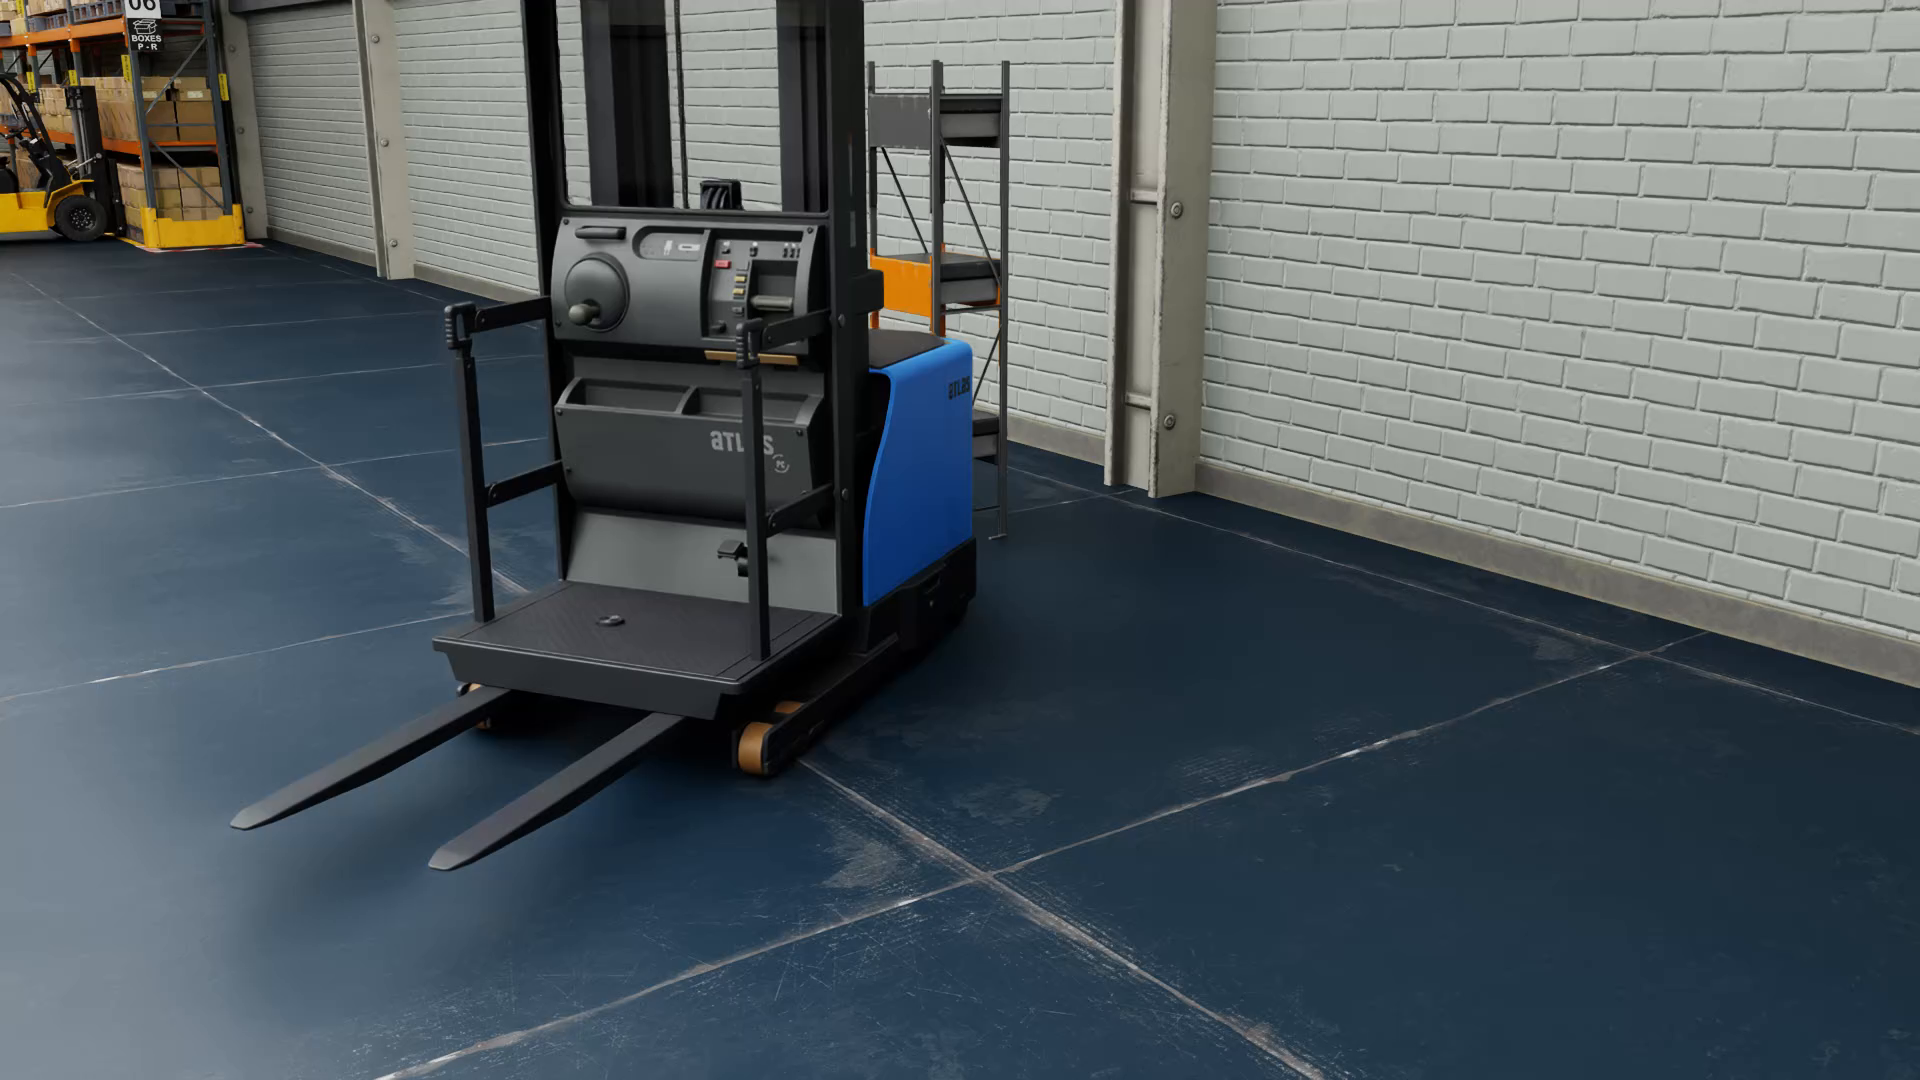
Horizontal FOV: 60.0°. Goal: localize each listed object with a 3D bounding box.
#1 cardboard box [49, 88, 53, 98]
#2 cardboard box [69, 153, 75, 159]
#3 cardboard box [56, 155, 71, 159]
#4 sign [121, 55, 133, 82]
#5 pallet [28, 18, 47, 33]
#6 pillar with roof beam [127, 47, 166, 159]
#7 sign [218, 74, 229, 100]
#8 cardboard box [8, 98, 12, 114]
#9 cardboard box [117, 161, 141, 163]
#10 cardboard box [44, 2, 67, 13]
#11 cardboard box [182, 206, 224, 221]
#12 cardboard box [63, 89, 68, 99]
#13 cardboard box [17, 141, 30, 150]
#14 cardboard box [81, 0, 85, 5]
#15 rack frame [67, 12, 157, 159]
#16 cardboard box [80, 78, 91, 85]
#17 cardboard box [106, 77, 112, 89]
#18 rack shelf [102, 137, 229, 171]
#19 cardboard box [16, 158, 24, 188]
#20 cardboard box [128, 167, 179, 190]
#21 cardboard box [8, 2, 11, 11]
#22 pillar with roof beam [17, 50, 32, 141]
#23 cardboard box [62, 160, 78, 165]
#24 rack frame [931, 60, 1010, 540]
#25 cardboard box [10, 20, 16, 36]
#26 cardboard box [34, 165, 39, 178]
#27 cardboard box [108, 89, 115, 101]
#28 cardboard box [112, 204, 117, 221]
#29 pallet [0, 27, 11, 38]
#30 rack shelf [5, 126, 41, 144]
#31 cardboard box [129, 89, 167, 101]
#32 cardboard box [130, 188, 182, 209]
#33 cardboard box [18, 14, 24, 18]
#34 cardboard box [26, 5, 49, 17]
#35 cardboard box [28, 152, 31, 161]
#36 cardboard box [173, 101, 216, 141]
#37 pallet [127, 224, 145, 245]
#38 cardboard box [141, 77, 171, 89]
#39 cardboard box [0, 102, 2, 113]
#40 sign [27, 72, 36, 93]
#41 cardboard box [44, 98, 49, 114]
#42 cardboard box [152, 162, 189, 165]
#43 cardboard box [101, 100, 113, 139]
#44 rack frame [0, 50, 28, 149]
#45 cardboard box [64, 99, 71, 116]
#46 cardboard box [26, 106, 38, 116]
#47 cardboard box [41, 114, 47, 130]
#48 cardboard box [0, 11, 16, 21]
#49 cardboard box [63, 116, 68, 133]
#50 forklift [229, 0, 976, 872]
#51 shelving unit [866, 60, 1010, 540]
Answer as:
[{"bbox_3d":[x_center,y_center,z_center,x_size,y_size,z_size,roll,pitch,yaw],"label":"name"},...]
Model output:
[{"bbox_3d":[-14.178,-7.071,26.311,0.380,0.149,0.250,-11,19,-34],"label":"cardboard box"},{"bbox_3d":[-15.299,-6.677,29.001,0.380,0.149,0.250,-11,19,-36],"label":"cardboard box"},{"bbox_3d":[-15.117,-6.361,27.847,0.380,0.149,0.250,-12,19,-37],"label":"cardboard box"},{"bbox_3d":[-10.365,-5.869,20.694,0.100,0.325,0.005,-11,19,-35],"label":"sign"},{"bbox_3d":[-14.150,-8.210,26.566,1.213,0.211,1.003,-10,18,-32],"label":"pallet"},{"bbox_3d":[-16.608,-9.072,23.677,9.100,9.000,0.400,-11,19,-35],"label":"pillar with roof beam"},{"bbox_3d":[-9.465,-5.818,21.360,0.100,0.325,0.005,-11,19,-35],"label":"sign"},{"bbox_3d":[-16.467,-7.621,29.198,0.396,0.266,0.258,-10,18,-32],"label":"cardboard box"},{"bbox_3d":[-11.645,-5.123,23.129,0.500,0.250,0.500,-10,18,-33],"label":"cardboard box"},{"bbox_3d":[-13.615,-8.060,25.151,0.380,0.149,0.250,-11,19,-35],"label":"cardboard box"},{"bbox_3d":[-10.048,-4.289,21.976,0.500,0.250,0.500,-11,19,-34],"label":"cardboard box"},{"bbox_3d":[-13.180,-6.679,24.879,0.380,0.149,0.250,-12,19,-36],"label":"cardboard box"},{"bbox_3d":[-16.929,-7.184,30.290,0.380,0.149,0.250,-11,19,-35],"label":"cardboard box"},{"bbox_3d":[-11.799,-7.401,22.742,0.380,0.149,0.250,-10,18,-33],"label":"cardboard box"},{"bbox_3d":[-12.269,-6.131,24.296,1.000,3.000,0.127,-11,19,-35],"label":"rack frame"},{"bbox_3d":[-12.322,-6.522,23.740,0.380,0.149,0.250,-10,18,-33],"label":"cardboard box"},{"bbox_3d":[-11.130,-6.082,22.135,0.380,0.149,0.250,-10,18,-33],"label":"cardboard box"},{"bbox_3d":[-11.094,-5.357,22.830,1.077,0.370,4.000,-11,19,-35],"label":"rack shelf"},{"bbox_3d":[-16.871,-6.698,30.307,0.500,0.500,0.500,-10,18,-32],"label":"cardboard box"},{"bbox_3d":[-10.441,-4.686,21.533,0.500,0.250,0.500,-10,18,-33],"label":"cardboard box"},{"bbox_3d":[-15.826,-9.000,28.061,0.380,0.149,0.250,-11,19,-34],"label":"cardboard box"},{"bbox_3d":[-23.664,-11.635,33.039,9.100,9.000,0.400,-11,19,-35],"label":"pillar with roof beam"},{"bbox_3d":[-13.875,-5.769,26.675,0.875,0.625,0.625,-10,18,-33],"label":"cardboard box"},{"bbox_3d":[0.046,-0.996,7.238,0.400,2.100,0.015,-11,19,-35],"label":"rack frame"},{"bbox_3d":[-15.710,-8.646,28.085,0.500,0.250,0.500,-11,19,-35],"label":"cardboard box"},{"bbox_3d":[-15.640,-6.259,28.702,0.500,0.500,0.500,-10,18,-32],"label":"cardboard box"},{"bbox_3d":[-11.122,-5.939,22.174,0.380,0.149,0.250,-11,19,-34],"label":"cardboard box"},{"bbox_3d":[-11.345,-4.528,22.851,0.500,0.250,0.500,-10,18,-33],"label":"cardboard box"},{"bbox_3d":[-16.647,-9.045,29.617,1.213,0.211,1.003,-11,19,-35],"label":"pallet"},{"bbox_3d":[-15.797,-7.065,29.072,1.077,0.370,4.000,-11,19,-35],"label":"rack shelf"},{"bbox_3d":[-10.348,-5.669,21.188,0.380,0.149,0.250,-11,19,-34],"label":"cardboard box"},{"bbox_3d":[-10.457,-4.450,21.619,0.500,0.250,0.500,-11,19,-35],"label":"cardboard box"},{"bbox_3d":[-15.476,-8.755,27.729,0.380,0.149,0.250,-11,19,-35],"label":"cardboard box"},{"bbox_3d":[-14.662,-8.449,26.538,0.380,0.166,0.250,-11,19,-35],"label":"cardboard box"},{"bbox_3d":[-16.303,-6.816,29.507,0.380,0.149,0.250,-11,19,-35],"label":"cardboard box"},{"bbox_3d":[-9.984,-5.474,21.706,0.500,0.500,0.500,-10,18,-33],"label":"cardboard box"},{"bbox_3d":[-10.401,-4.089,22.116,1.003,0.211,1.213,-11,19,-35],"label":"pallet"},{"bbox_3d":[-10.299,-5.825,21.197,0.380,0.149,0.250,-11,19,-34],"label":"cardboard box"},{"bbox_3d":[-17.470,-7.982,30.777,0.500,0.250,0.500,-10,18,-33],"label":"cardboard box"},{"bbox_3d":[-15.055,-7.419,26.959,0.100,0.325,0.005,-11,19,-35],"label":"sign"},{"bbox_3d":[-14.265,-6.914,26.494,0.500,0.250,0.500,-10,18,-33],"label":"cardboard box"},{"bbox_3d":[-10.925,-5.093,23.020,0.500,0.250,0.500,-11,19,-36],"label":"cardboard box"},{"bbox_3d":[-11.323,-5.717,22.592,0.500,0.500,0.500,-11,19,-34],"label":"cardboard box"},{"bbox_3d":[-19.325,-8.694,33.658,1.000,3.000,0.127,-11,19,-35],"label":"rack frame"},{"bbox_3d":[-13.073,-6.474,24.885,0.500,0.250,0.500,-11,19,-36],"label":"cardboard box"},{"bbox_3d":[-15.318,-7.147,27.689,0.380,0.149,0.250,-10,18,-34],"label":"cardboard box"},{"bbox_3d":[-14.558,-6.780,26.951,0.500,0.250,0.500,-11,19,-34],"label":"cardboard box"},{"bbox_3d":[-16.195,-8.966,28.462,0.380,0.149,0.250,-10,18,-33],"label":"cardboard box"},{"bbox_3d":[-13.345,-6.343,25.354,0.500,0.250,0.500,-11,19,-34],"label":"cardboard box"},{"bbox_3d":[-0.952,-0.828,5.050,1.130,2.935,3.031,6,16,21],"label":"forklift"},{"bbox_3d":[-0.097,-1.048,7.428,0.431,2.100,0.503,-11,19,-35],"label":"shelving unit"}]
